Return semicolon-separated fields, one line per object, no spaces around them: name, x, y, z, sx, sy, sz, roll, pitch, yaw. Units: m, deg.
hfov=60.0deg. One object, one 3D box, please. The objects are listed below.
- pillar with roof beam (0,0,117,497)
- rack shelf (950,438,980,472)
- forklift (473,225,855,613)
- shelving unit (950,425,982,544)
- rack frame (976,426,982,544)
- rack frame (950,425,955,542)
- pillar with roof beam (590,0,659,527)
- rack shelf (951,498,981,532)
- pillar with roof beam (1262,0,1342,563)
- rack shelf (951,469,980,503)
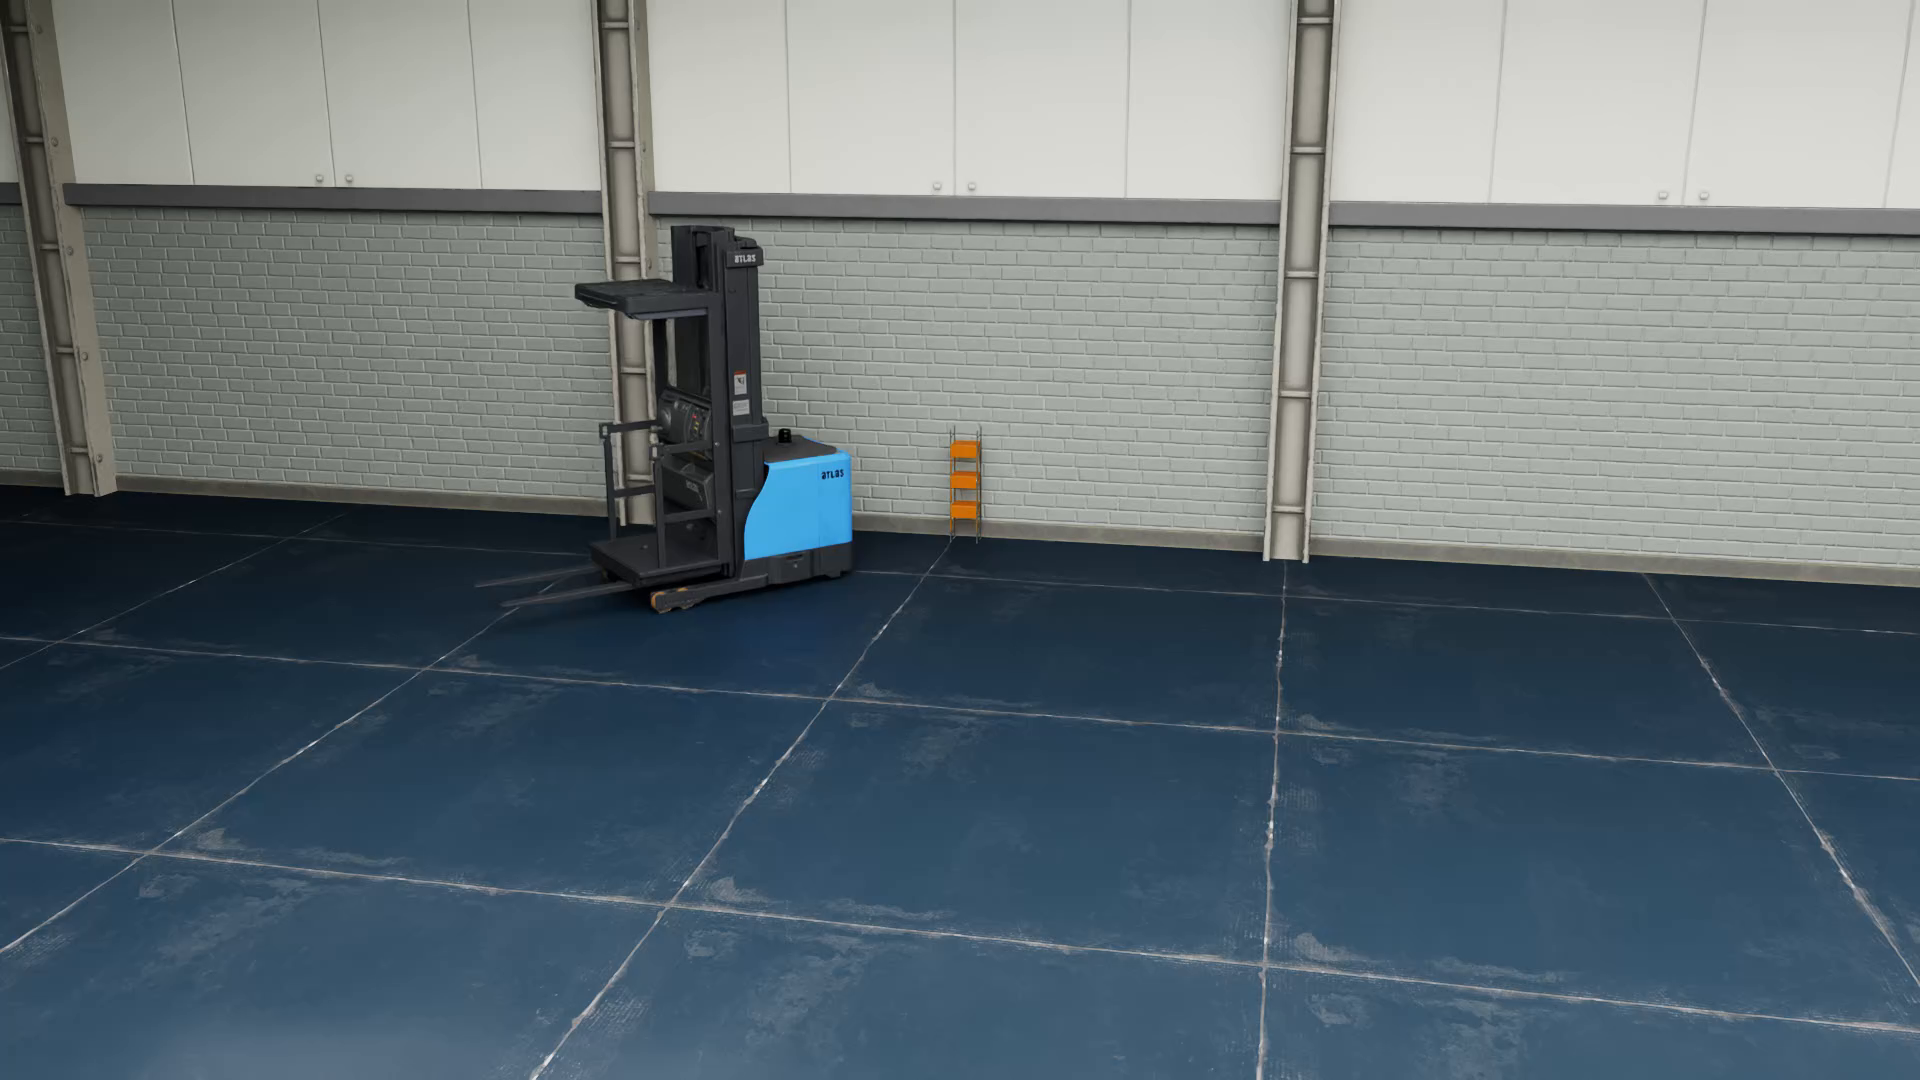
pillar with roof beam;-9.735;-3.698;11.744;0.400;9.000;9.100;3;16;11
rack shelf;0.052;-0.766;15.027;0.240;0.259;0.215;3;16;11
forklift;-2.405;-0.995;13.351;3.031;2.935;1.130;-10;18;-33
shelving unit;0.052;-0.503;15.100;0.252;1.050;0.215;3;16;11
rack frame;0.172;-0.497;15.076;0.008;1.050;0.200;3;16;11
rack frame;-0.067;-0.510;15.123;0.008;1.050;0.200;3;16;11
pillar with roof beam;-3.856;-3.379;10.591;0.400;9.000;9.100;3;16;11
rack shelf;0.052;-0.225;15.177;0.240;0.259;0.215;3;16;11
pillar with roof beam;2.024;-3.060;9.439;0.400;9.000;9.100;3;16;11
rack shelf;0.052;-0.493;15.102;0.240;0.259;0.215;3;16;11
